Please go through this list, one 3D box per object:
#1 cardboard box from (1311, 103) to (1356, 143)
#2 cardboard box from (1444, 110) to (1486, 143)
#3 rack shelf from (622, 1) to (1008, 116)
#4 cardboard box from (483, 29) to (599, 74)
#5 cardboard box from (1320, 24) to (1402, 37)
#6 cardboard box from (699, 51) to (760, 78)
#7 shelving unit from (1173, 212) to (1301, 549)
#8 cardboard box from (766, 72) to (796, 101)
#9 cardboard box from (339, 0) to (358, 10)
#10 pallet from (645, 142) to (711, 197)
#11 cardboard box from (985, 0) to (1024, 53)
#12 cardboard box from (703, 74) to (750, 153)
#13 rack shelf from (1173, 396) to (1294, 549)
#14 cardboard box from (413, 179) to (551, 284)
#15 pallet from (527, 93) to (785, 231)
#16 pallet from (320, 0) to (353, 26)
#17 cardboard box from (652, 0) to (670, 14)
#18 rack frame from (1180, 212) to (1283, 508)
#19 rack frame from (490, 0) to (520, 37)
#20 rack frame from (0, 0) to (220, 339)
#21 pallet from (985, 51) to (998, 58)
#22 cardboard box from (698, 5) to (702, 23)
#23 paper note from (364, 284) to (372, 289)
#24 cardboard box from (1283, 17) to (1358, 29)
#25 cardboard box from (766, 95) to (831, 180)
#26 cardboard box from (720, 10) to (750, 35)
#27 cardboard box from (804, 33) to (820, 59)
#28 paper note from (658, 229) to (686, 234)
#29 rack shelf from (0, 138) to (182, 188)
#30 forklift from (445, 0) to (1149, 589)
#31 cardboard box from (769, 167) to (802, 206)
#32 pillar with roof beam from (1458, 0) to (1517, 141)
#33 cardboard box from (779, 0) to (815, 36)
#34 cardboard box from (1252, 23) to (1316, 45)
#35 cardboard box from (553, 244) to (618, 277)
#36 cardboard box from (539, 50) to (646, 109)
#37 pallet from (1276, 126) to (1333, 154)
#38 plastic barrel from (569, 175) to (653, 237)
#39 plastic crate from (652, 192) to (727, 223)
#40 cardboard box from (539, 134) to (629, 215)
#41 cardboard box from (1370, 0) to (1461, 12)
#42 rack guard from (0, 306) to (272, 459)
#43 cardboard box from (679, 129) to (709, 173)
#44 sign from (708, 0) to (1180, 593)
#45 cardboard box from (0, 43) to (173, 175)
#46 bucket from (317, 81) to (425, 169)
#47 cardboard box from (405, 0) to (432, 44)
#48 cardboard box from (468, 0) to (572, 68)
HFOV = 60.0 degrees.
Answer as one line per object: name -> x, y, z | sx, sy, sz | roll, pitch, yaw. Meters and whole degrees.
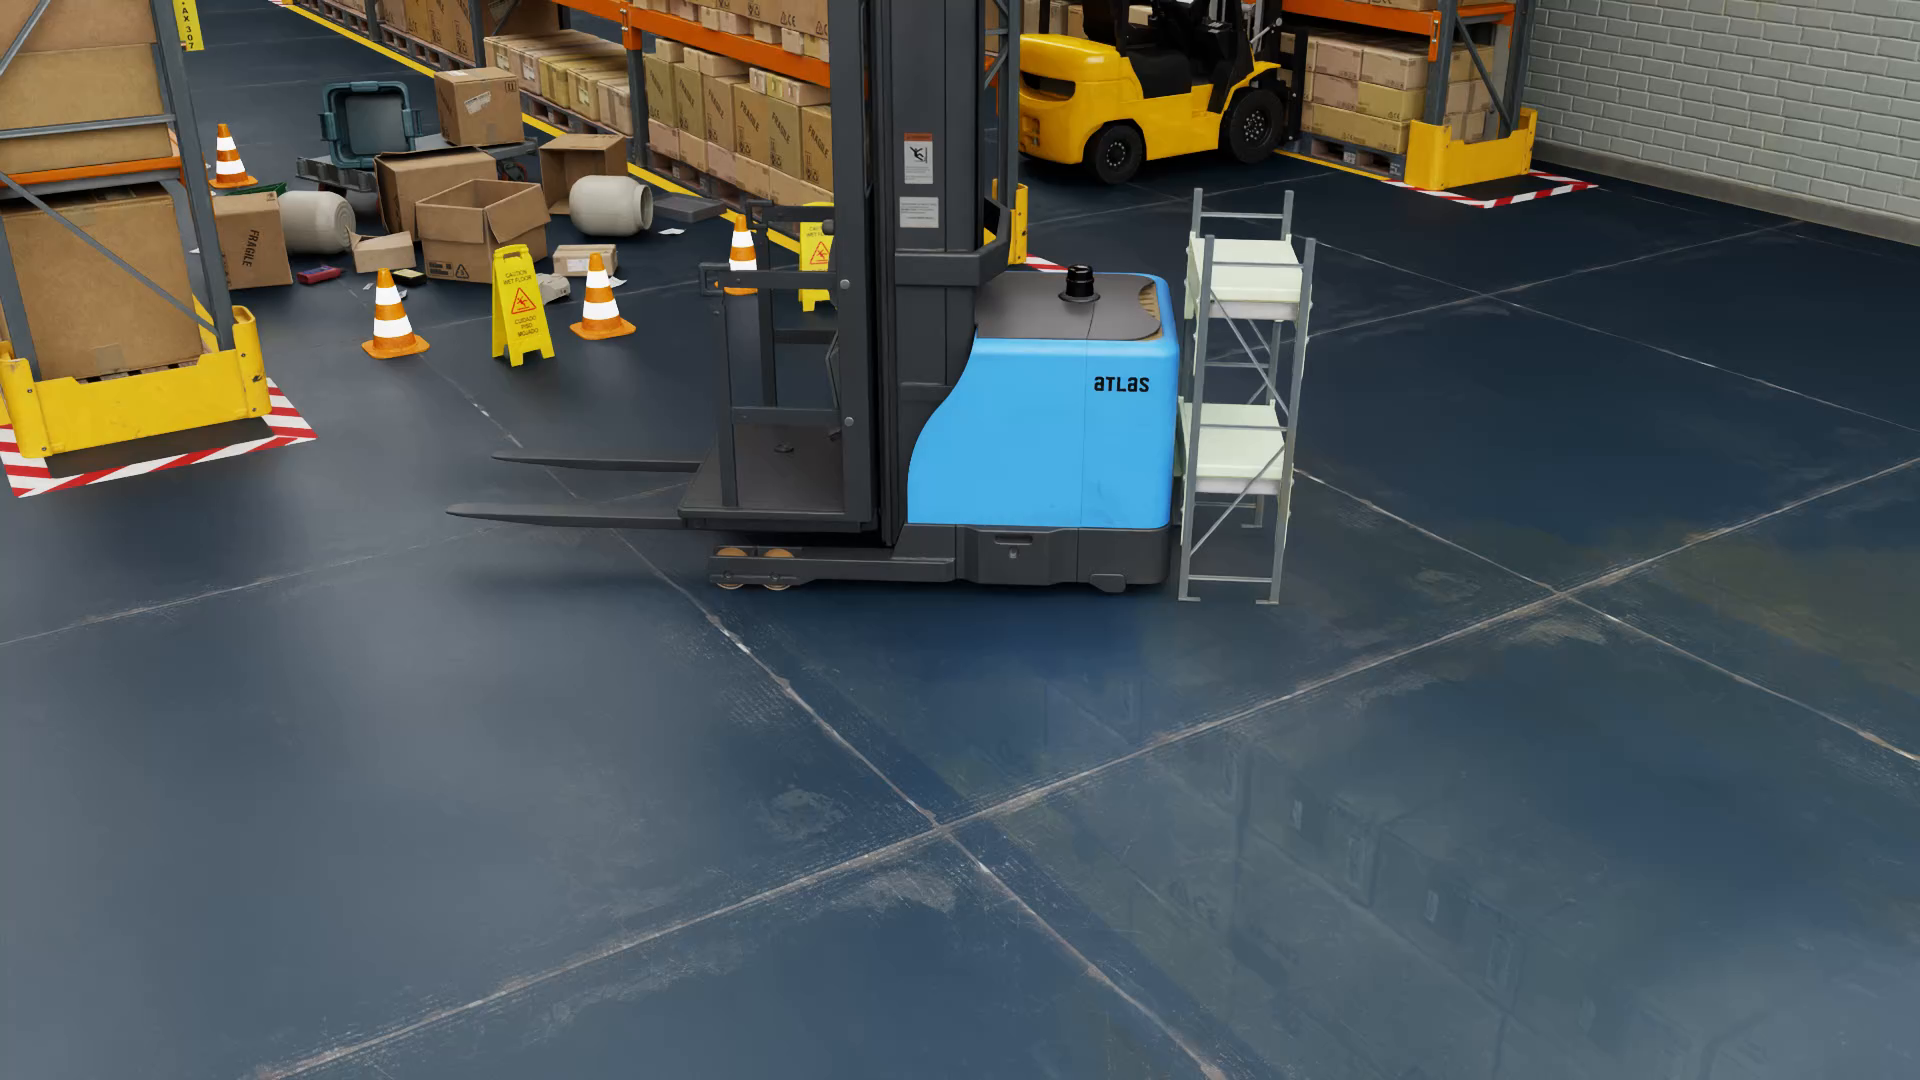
cardboard box -> 3.097, -4.584, 14.259 | 1.003, 1.888, 2.032 | -15, 29, -29
cardboard box -> 3.986, -3.463, 13.801 | 0.500, 0.250, 0.500 | -15, 29, -29
rack shelf -> -1.158, -3.527, 12.051 | 1.077, 0.370, 4.000 | -16, 29, -30
cardboard box -> -4.133, -4.796, 16.482 | 0.950, 0.372, 0.625 | -18, 31, -33
cardboard box -> 3.447, -4.269, 14.338 | 0.516, 0.250, 0.516 | -17, 30, -32
cardboard box -> -1.704, -3.535, 12.316 | 0.380, 0.149, 0.250 | -14, 29, -27
shelving unit -> 1.116, -0.587, 6.731 | 0.431, 1.308, 0.731 | 2, 25, 3
cardboard box -> -1.113, -3.148, 11.496 | 0.380, 0.149, 0.250 | -15, 29, -29
cardboard box -> -7.359, -7.030, 21.138 | 0.875, 0.438, 0.875 | -17, 30, -31
pallet -> -1.853, -3.075, 13.516 | 1.003, 0.211, 1.213 | -16, 29, -30
cardboard box -> 0.784, -5.574, 17.833 | 0.875, 0.625, 0.625 | -17, 30, -32
cardboard box -> -1.570, -3.205, 12.376 | 0.500, 0.500, 0.500 | -14, 29, -27
rack shelf -> 1.113, -0.290, 6.866 | 0.431, 0.370, 0.720 | 2, 25, 3
cardboard box -> -3.146, -2.047, 10.996 | 0.637, 0.503, 0.797 | 7, 26, 15
pallet -> -2.265, -3.330, 14.057 | 1.045, 0.211, 5.110 | -16, 29, -30
pallet -> -7.636, -6.895, 21.609 | 1.003, 0.211, 1.213 | -16, 29, -30
cardboard box -> -2.165, -4.189, 12.903 | 0.380, 0.149, 0.250 | -15, 29, -28
rack frame -> 1.143, -0.741, 7.057 | 0.380, 1.308, 0.010 | 2, 25, 3
rack frame -> -4.430, -5.999, 16.445 | 0.949, 2.616, 0.053 | -16, 29, -30
rack frame -> -4.161, -1.947, 7.860 | 0.949, 2.616, 0.053 | -16, 29, -30
pallet -> 0.802, -5.156, 17.925 | 1.003, 0.211, 1.213 | -16, 29, -30
cardboard box -> -1.717, -3.916, 12.326 | 0.380, 0.149, 0.250 | -16, 29, -30
paper note -> -3.806, -1.632, 10.695 | 0.032, 0.001, 0.123 | -1, 25, -3
cardboard box -> 3.173, -4.454, 14.729 | 0.500, 0.250, 0.500 | -16, 30, -31
cardboard box -> -1.010, -2.835, 11.591 | 0.500, 0.500, 0.500 | -14, 29, -28
cardboard box -> -1.495, -3.724, 11.918 | 0.380, 0.149, 0.250 | -16, 29, -30
cardboard box -> -0.803, -3.269, 10.955 | 0.380, 0.149, 0.250 | -16, 30, -30
paper note -> -2.060, -2.214, 11.903 | 0.148, 0.019, 0.142 | 18, 31, 33
rack shelf -> -5.250, -2.458, 9.474 | 0.919, 0.052, 3.809 | -16, 29, -30
forklift -> -0.629, -1.344, 6.664 | 3.031, 2.935, 1.121 | 2, 25, 3
cardboard box -> -1.009, -2.497, 11.755 | 0.500, 0.250, 0.500 | -15, 29, -29
pillar with roof beam -> 0.859, -6.464, 10.402 | 9.100, 9.000, 0.400 | -16, 29, -30
cardboard box -> -0.863, -3.627, 10.954 | 0.500, 0.500, 0.500 | -15, 29, -29
cardboard box -> 2.740, -4.328, 14.463 | 0.500, 0.250, 0.500 | -16, 30, -31
cardboard box -> -2.474, -1.846, 10.986 | 0.380, 0.149, 0.250 | -1, 25, -3
cardboard box -> -3.314, -4.261, 15.349 | 0.950, 0.372, 0.625 | -14, 29, -28
pallet -> 2.976, -3.734, 14.913 | 1.003, 0.211, 1.213 | -16, 29, -30
plastic barrel -> -2.462, -2.358, 11.749 | 0.512, 0.421, 0.421 | 3, 25, 6
plastic crate -> -2.080, -2.495, 12.442 | 0.583, 0.080, 0.402 | 18, 31, 33
cardboard box -> -2.805, -2.738, 12.462 | 0.500, 0.500, 0.500 | 3, 25, 6
cardboard box -> 3.602, -4.455, 13.057 | 0.500, 0.500, 0.500 | -16, 30, -31
rack guard -> -4.145, -0.809, 8.377 | 1.175, 0.500, 0.348 | -16, 29, -30
cardboard box -> -1.853, -3.052, 12.931 | 0.500, 0.250, 0.500 | -14, 29, -27
sign -> -0.051, -1.279, 6.650 | 2.177, 2.768, 2.025 | -16, 29, -30
cardboard box -> -4.399, -2.138, 8.088 | 0.875, 0.550, 0.550 | -16, 29, -30
bucket -> -4.336, -3.074, 12.302 | 0.726, 0.611, 0.620 | -6, 16, -12
cardboard box -> -5.712, -6.134, 18.727 | 0.875, 0.875, 0.875 | -15, 29, -28
cardboard box -> -12.976, -2.049, 7.713 | 26.055, 3.310, 5.793 | -17, 30, -32
